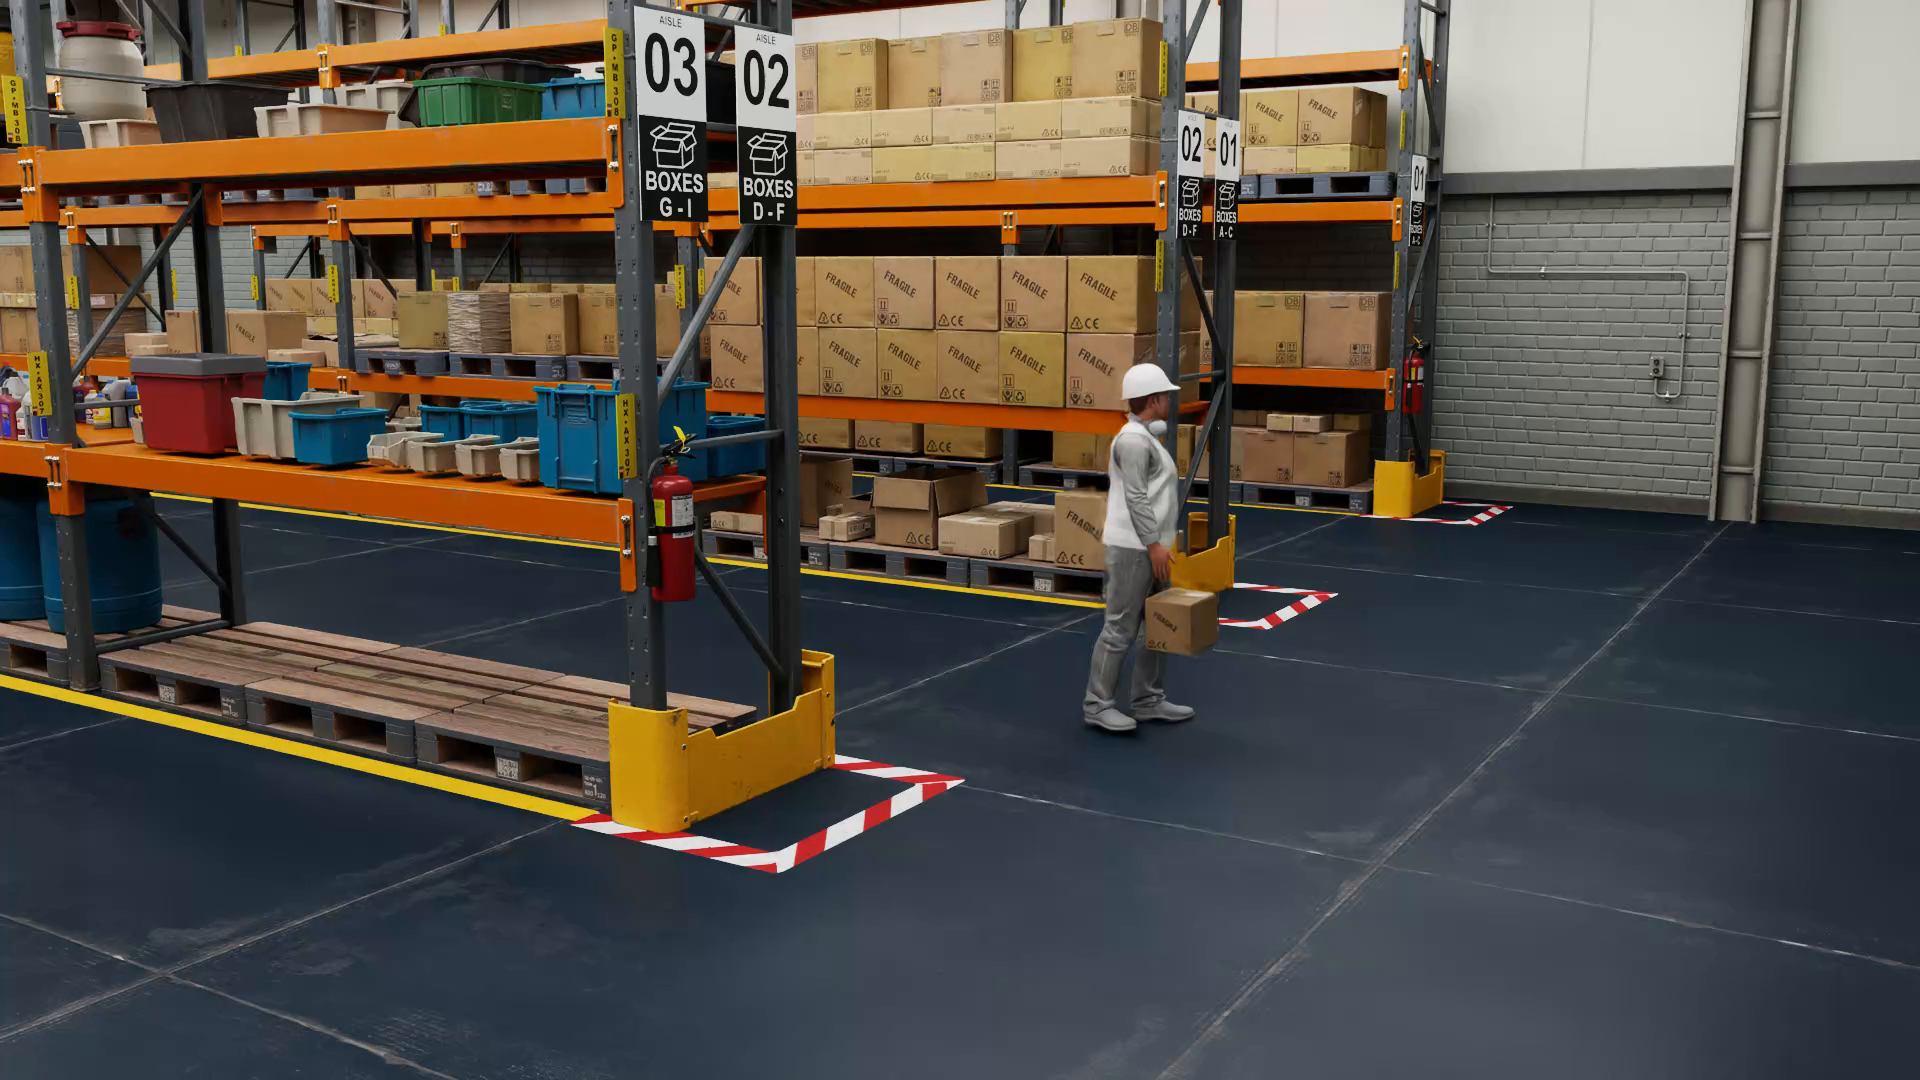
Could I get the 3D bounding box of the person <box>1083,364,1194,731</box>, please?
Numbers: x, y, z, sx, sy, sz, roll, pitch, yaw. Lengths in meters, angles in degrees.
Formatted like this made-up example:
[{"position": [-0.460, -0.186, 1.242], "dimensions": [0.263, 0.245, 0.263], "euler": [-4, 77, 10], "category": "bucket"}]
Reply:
[{"position": [0.886, 0.030, 8.119], "dimensions": [0.538, 1.770, 0.554], "euler": [2, 10, 12], "category": "person"}]
